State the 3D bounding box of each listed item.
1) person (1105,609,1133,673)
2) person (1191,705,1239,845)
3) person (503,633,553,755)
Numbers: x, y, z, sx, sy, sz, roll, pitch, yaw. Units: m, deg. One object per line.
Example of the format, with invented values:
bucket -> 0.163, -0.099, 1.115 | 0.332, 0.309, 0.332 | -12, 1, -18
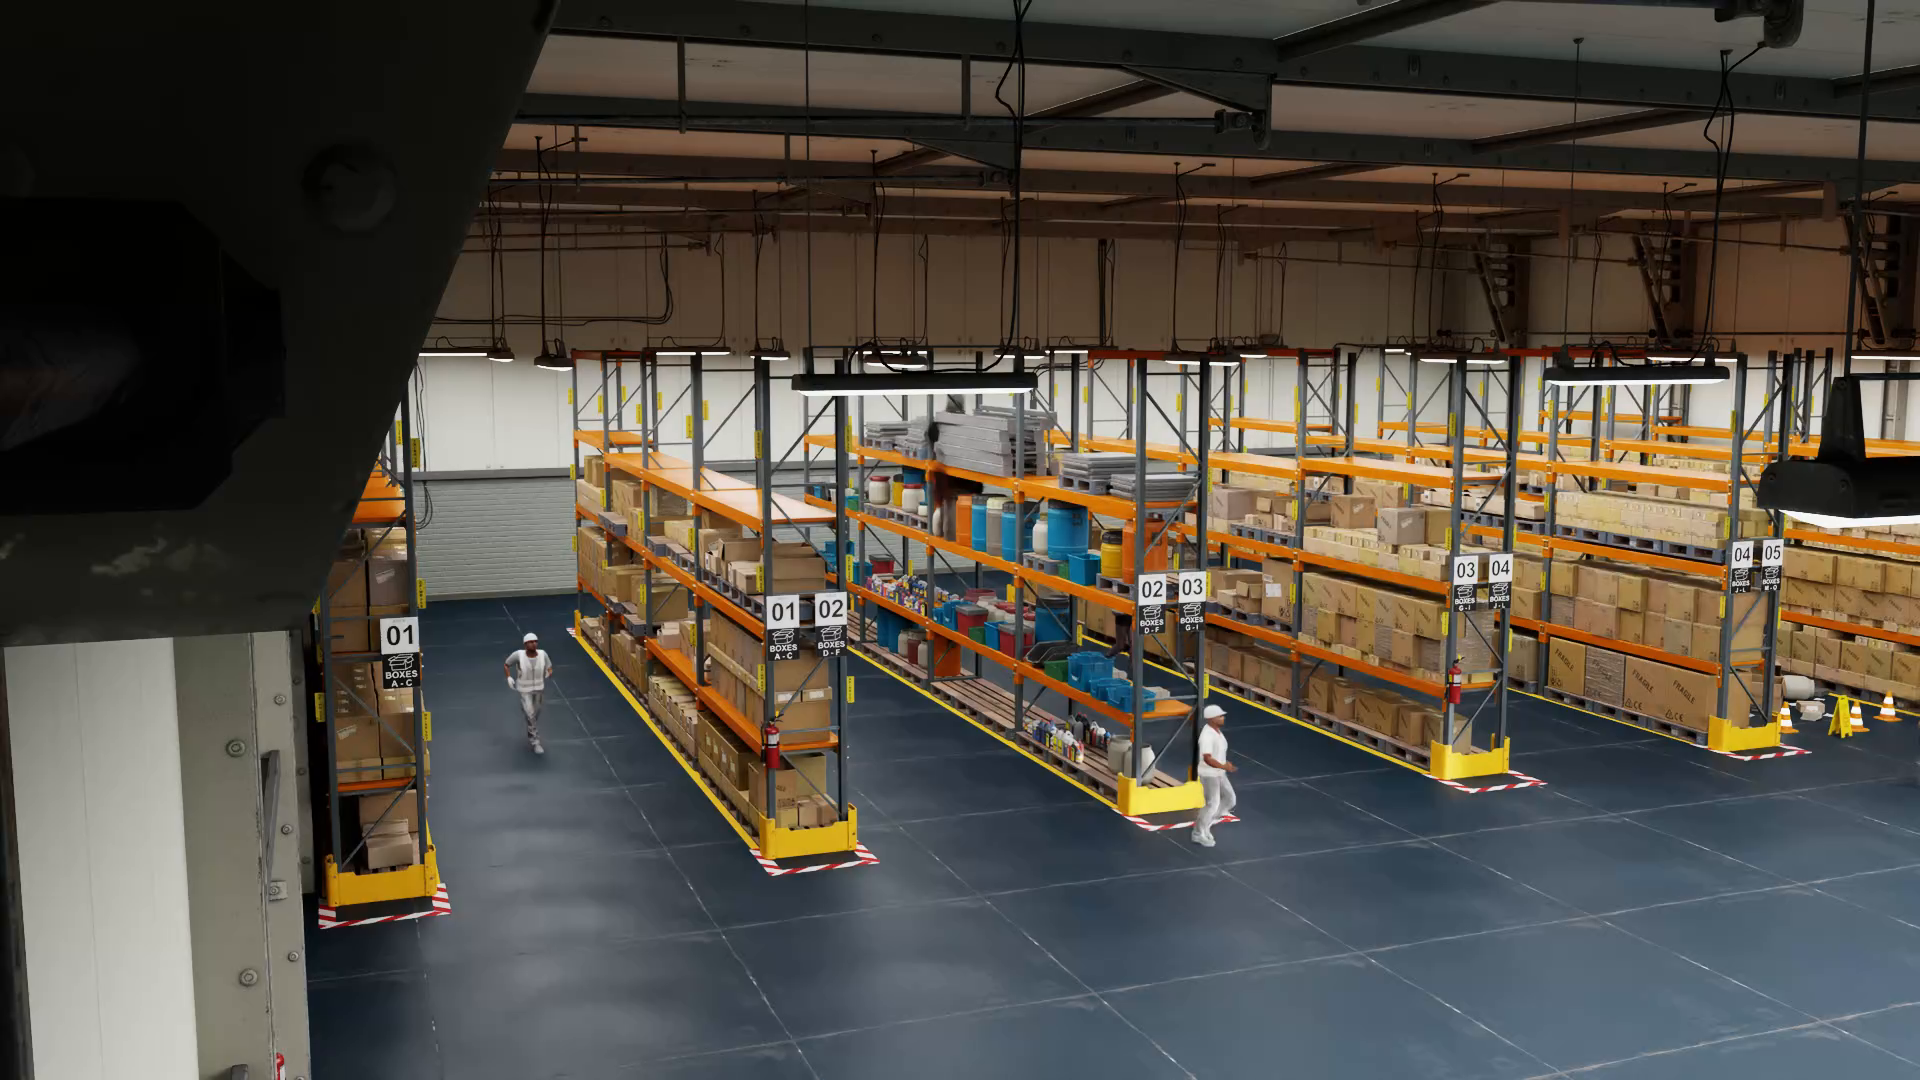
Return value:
person -> 3.087, 1.607, 31.003 | 0.675, 1.709, 0.869 | -5, 8, -33
person -> 3.195, 2.911, 20.675 | 0.605, 1.732, 0.735 | 3, 8, 23
person -> -6.559, 2.292, 25.349 | 0.697, 1.788, 1.012 | -5, 9, -34
